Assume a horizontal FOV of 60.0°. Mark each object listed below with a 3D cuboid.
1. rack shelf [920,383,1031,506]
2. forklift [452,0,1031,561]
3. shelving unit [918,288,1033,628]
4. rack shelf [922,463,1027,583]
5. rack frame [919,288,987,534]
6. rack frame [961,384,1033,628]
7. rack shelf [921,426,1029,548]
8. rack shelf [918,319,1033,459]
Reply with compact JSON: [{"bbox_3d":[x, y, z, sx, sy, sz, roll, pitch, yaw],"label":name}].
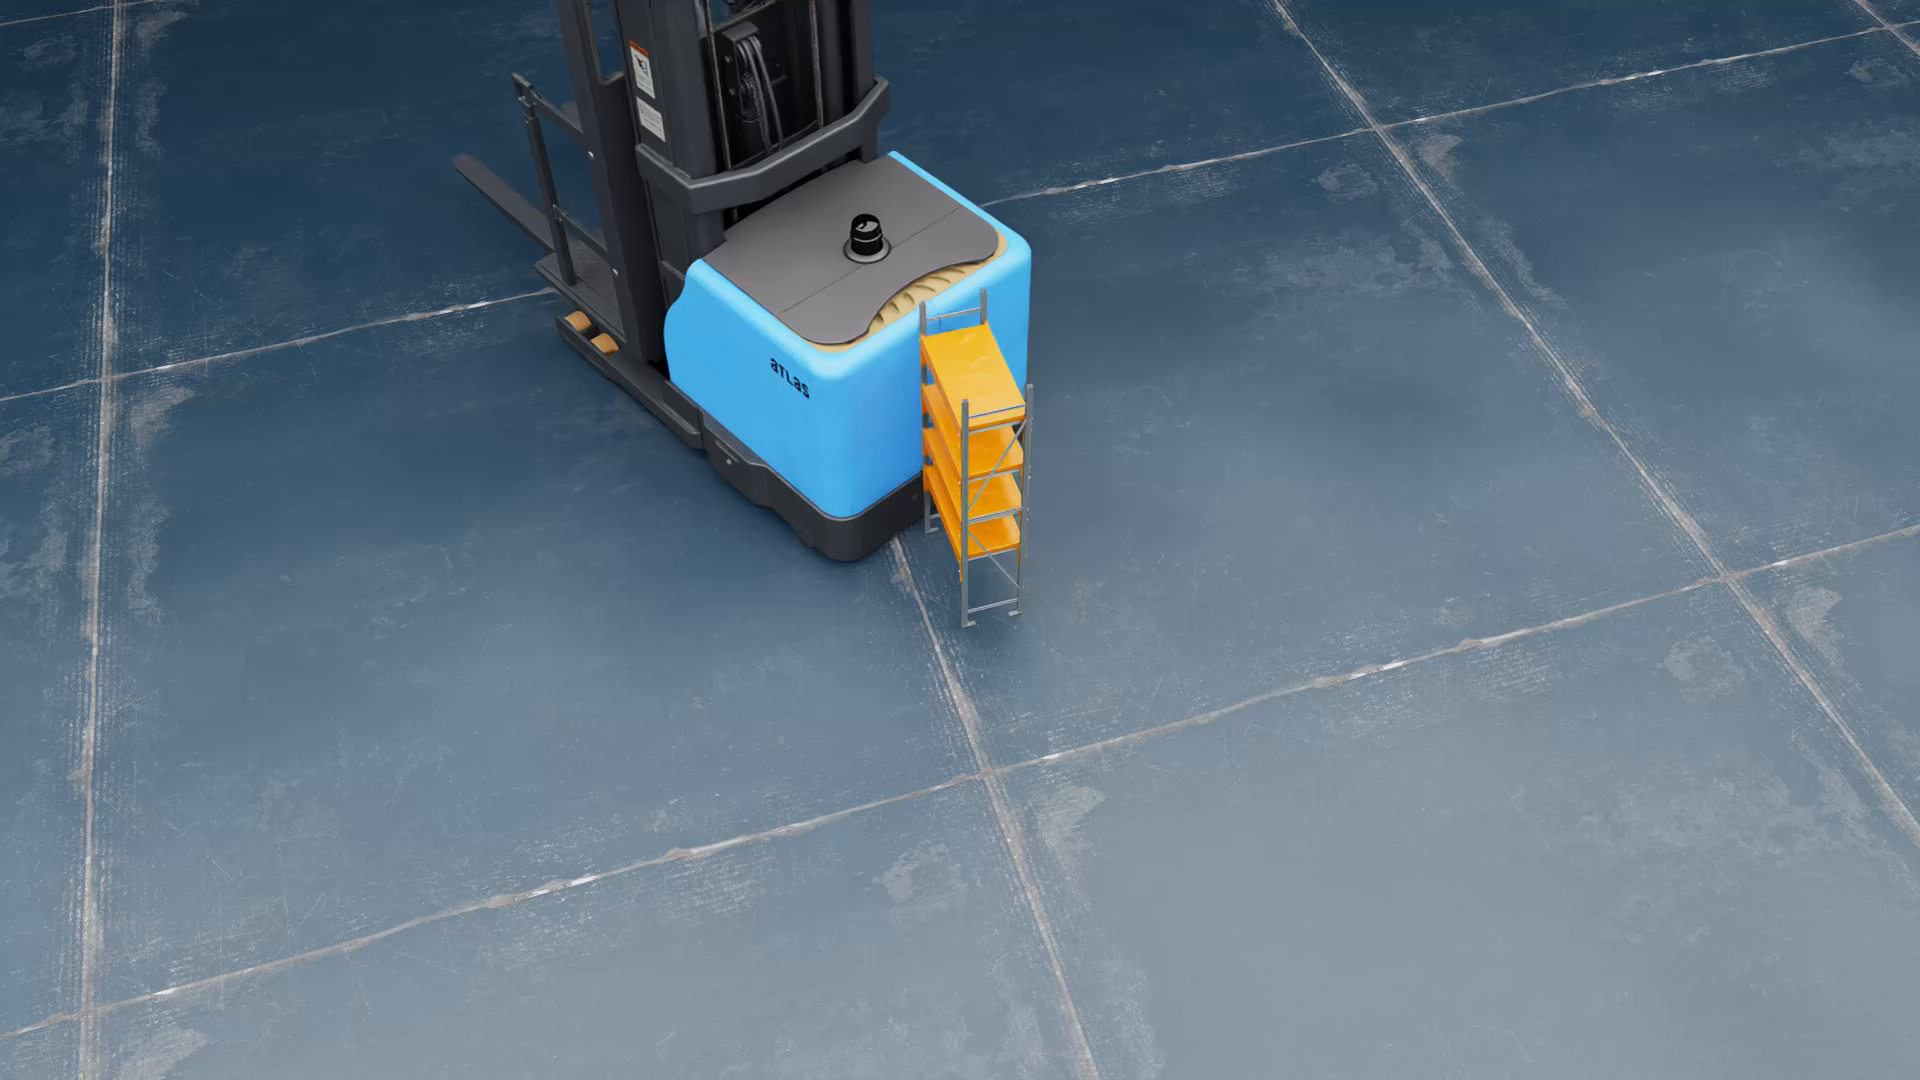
[{"bbox_3d":[0.049,-0.367,5.859,0.258,0.148,0.480,-13,51,-11],"label":"rack shelf"},{"bbox_3d":[-1.095,-1.903,6.227,1.130,2.935,3.031,-35,58,-26],"label":"forklift"},{"bbox_3d":[0.049,-0.266,5.979,0.258,1.200,0.503,-13,51,-11],"label":"shelving unit"},{"bbox_3d":[0.049,-0.094,6.182,0.258,0.148,0.480,-13,51,-11],"label":"rack shelf"},{"bbox_3d":[-0.023,-0.444,6.129,0.240,1.200,0.015,-13,51,-11],"label":"rack frame"},{"bbox_3d":[0.121,-0.088,5.829,0.240,1.200,0.015,-13,51,-11],"label":"rack frame"},{"bbox_3d":[0.049,-0.222,6.030,0.258,0.148,0.480,-13,51,-11],"label":"rack shelf"},{"bbox_3d":[0.049,-0.519,5.679,0.258,0.148,0.480,-13,51,-11],"label":"rack shelf"}]
